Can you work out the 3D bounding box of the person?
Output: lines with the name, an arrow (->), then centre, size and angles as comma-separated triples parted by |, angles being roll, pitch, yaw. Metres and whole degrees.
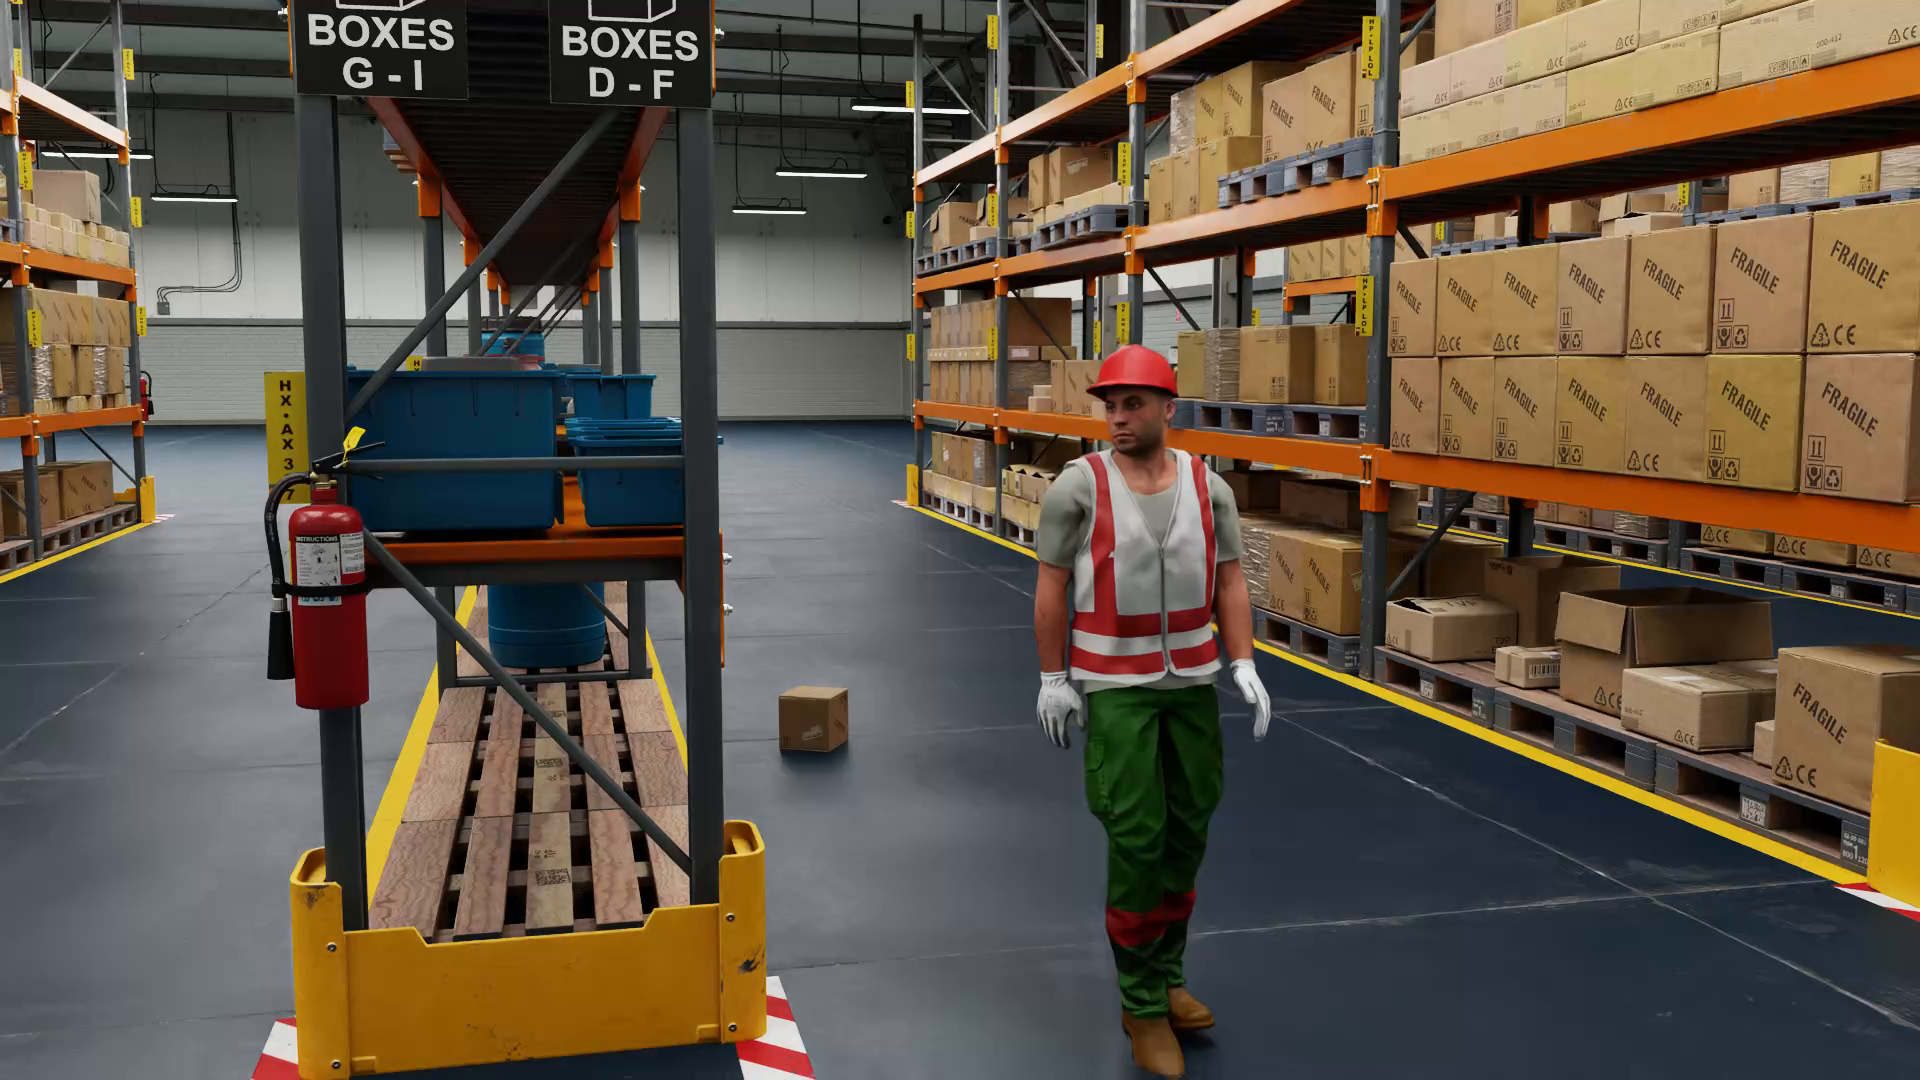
person -> 0.504, 0.428, 4.276 | 0.549, 1.848, 0.494 | -2, 6, -19
